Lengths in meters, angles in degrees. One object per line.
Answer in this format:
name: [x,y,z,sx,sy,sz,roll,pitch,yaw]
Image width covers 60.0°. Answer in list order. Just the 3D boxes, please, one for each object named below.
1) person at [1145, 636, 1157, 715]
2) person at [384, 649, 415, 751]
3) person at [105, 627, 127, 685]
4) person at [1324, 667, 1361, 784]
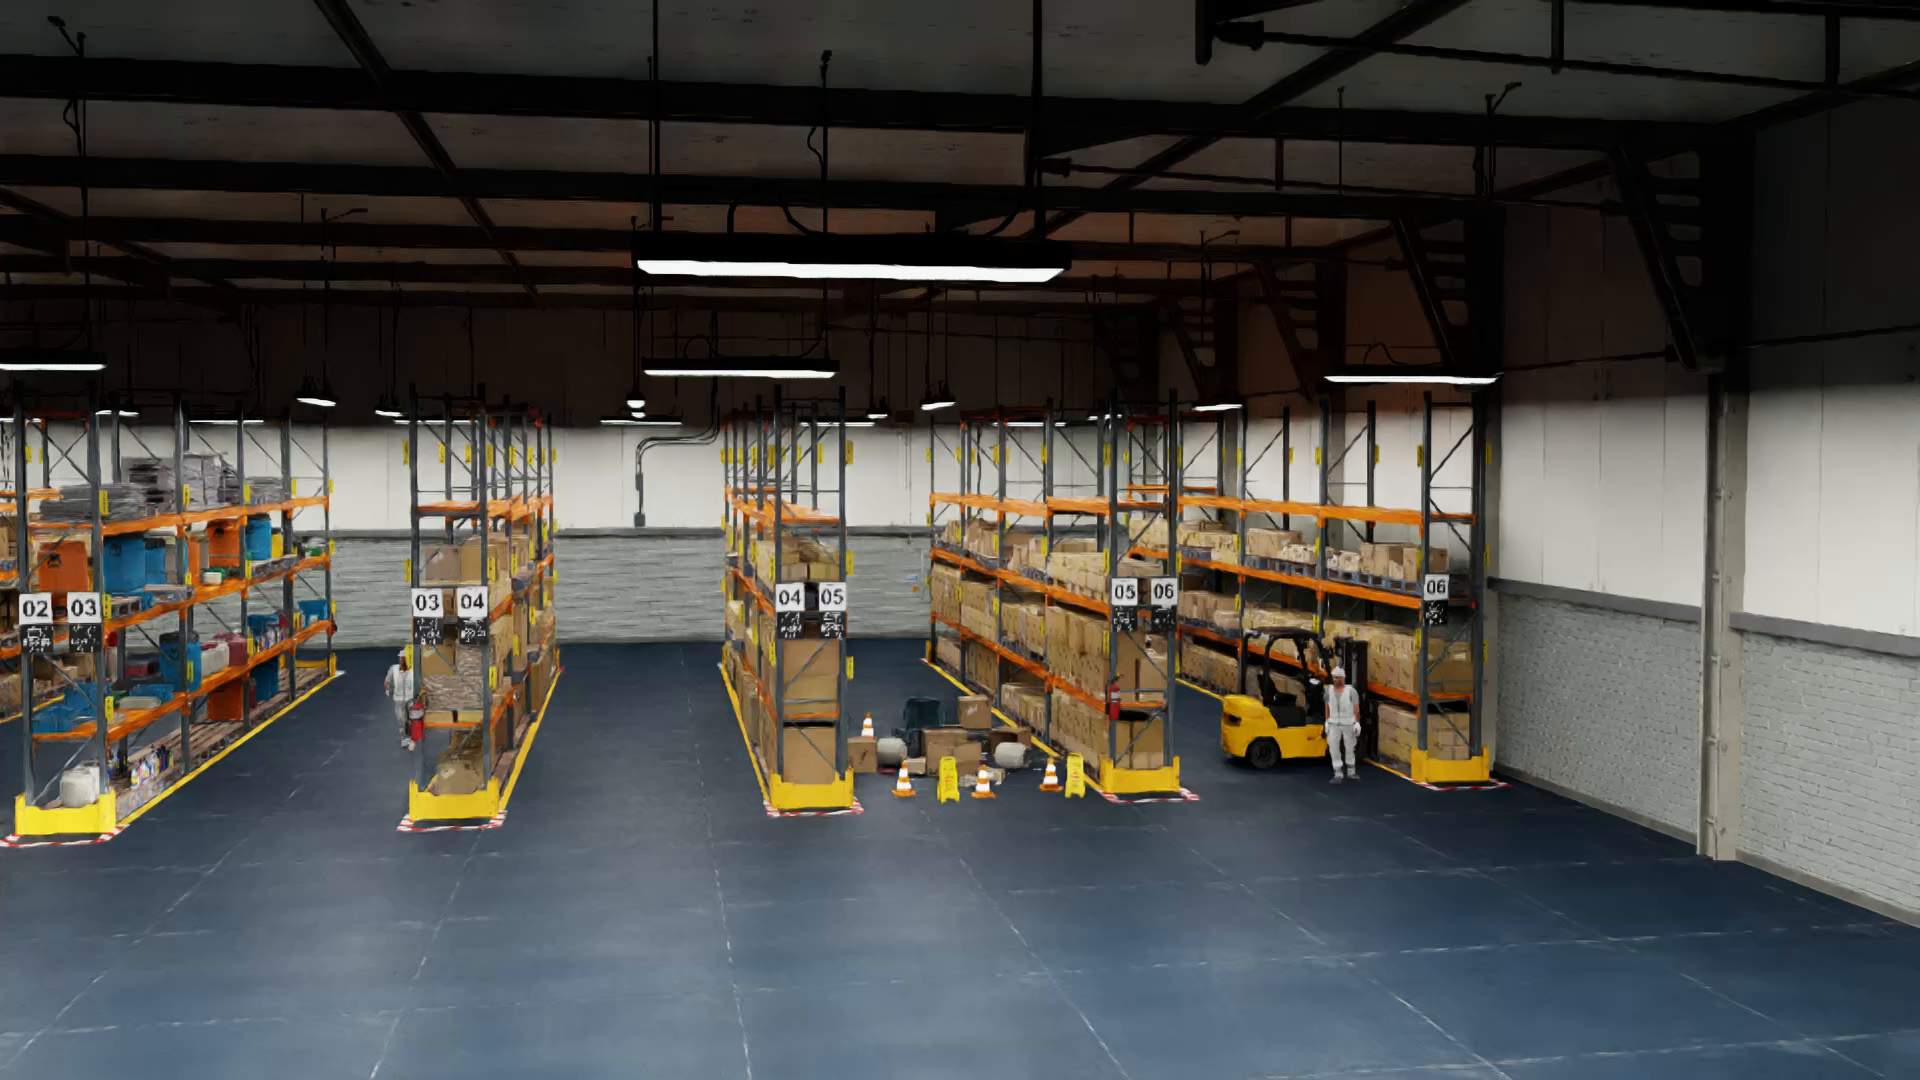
person: [3.432,2.606,30.753,0.556,1.653,0.598,1,3,21]
person: [-9.431,2.703,28.344,0.721,1.715,0.843,0,3,-6]
person: [-17.576,2.381,34.490,0.491,1.731,0.588,1,3,19]
person: [5.880,2.827,25.523,0.575,1.774,0.574,1,3,26]
